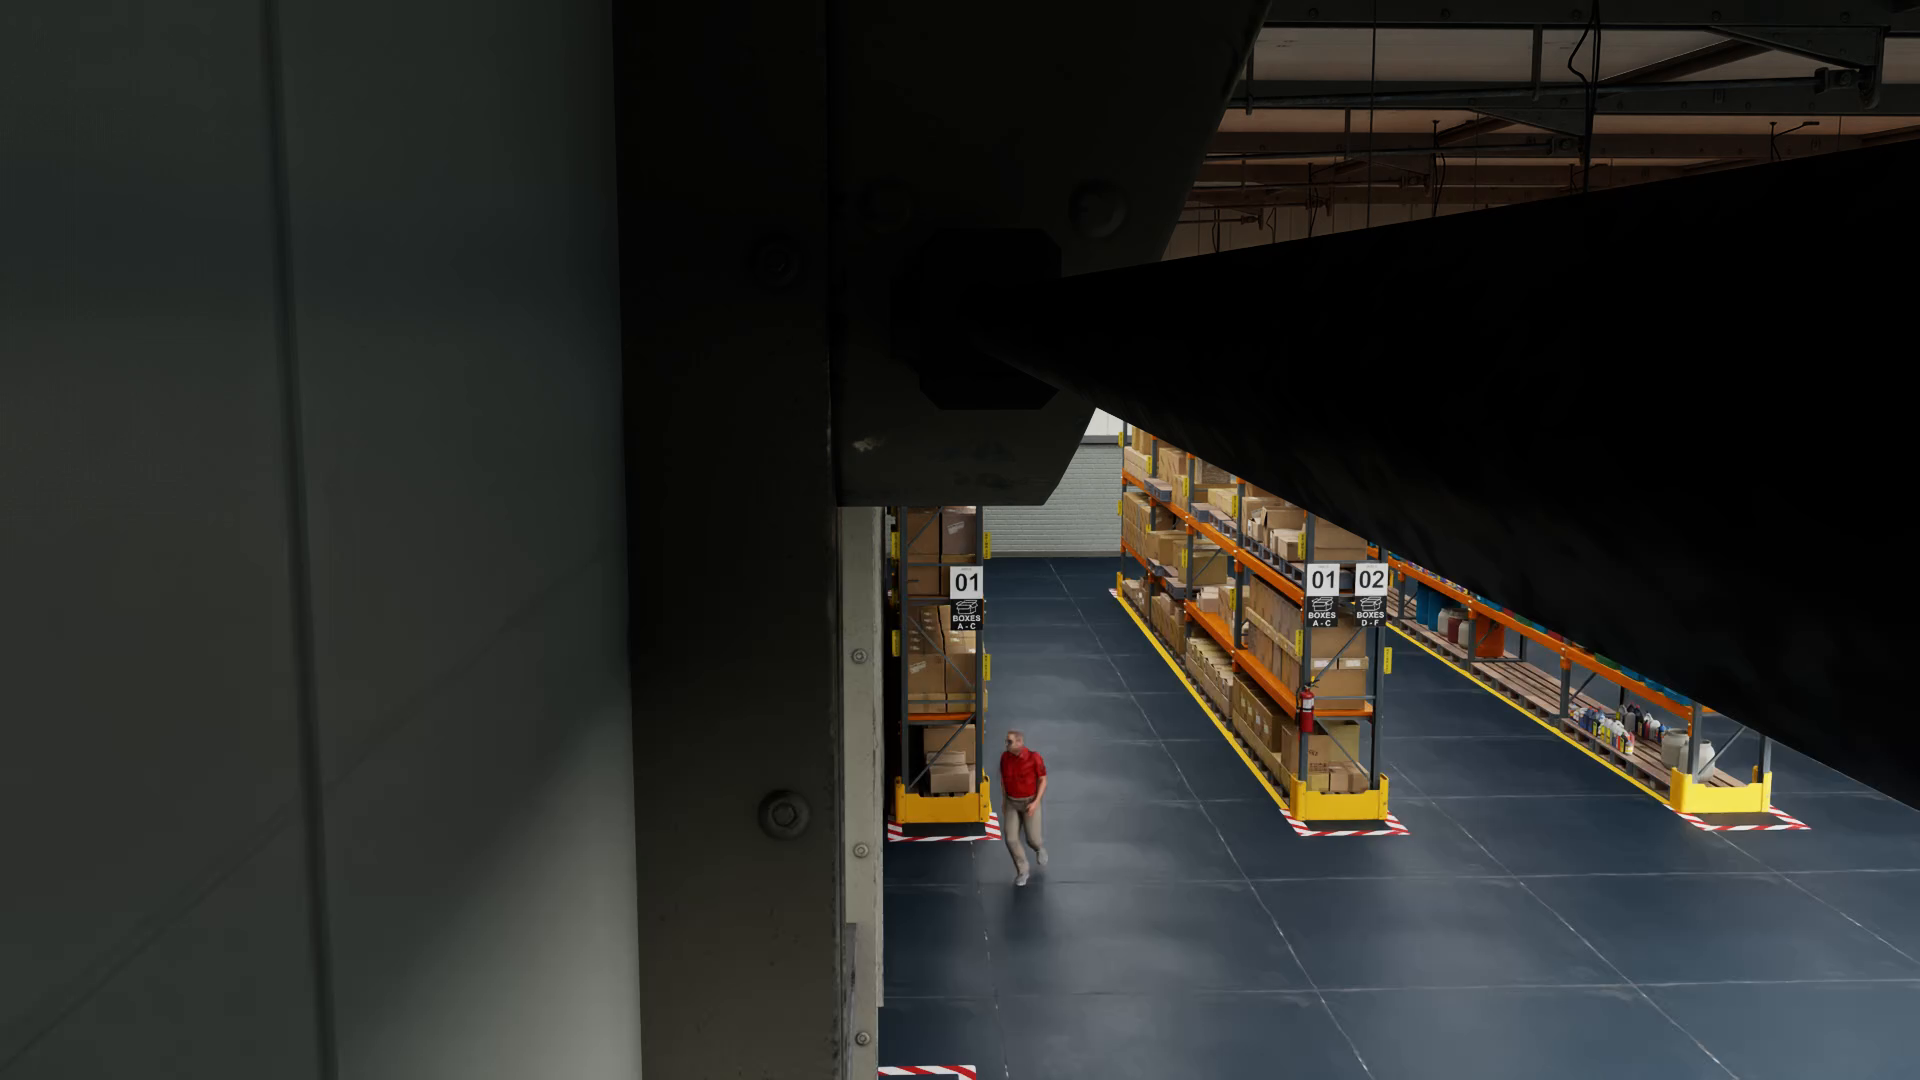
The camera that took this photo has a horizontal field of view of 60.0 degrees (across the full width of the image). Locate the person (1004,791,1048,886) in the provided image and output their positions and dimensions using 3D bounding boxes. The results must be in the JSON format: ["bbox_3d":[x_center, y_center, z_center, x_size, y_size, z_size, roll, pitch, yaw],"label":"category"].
[{"bbox_3d":[0.741,3.251,18.477,0.453,1.038,0.660,4,9,24],"label":"person"}]
